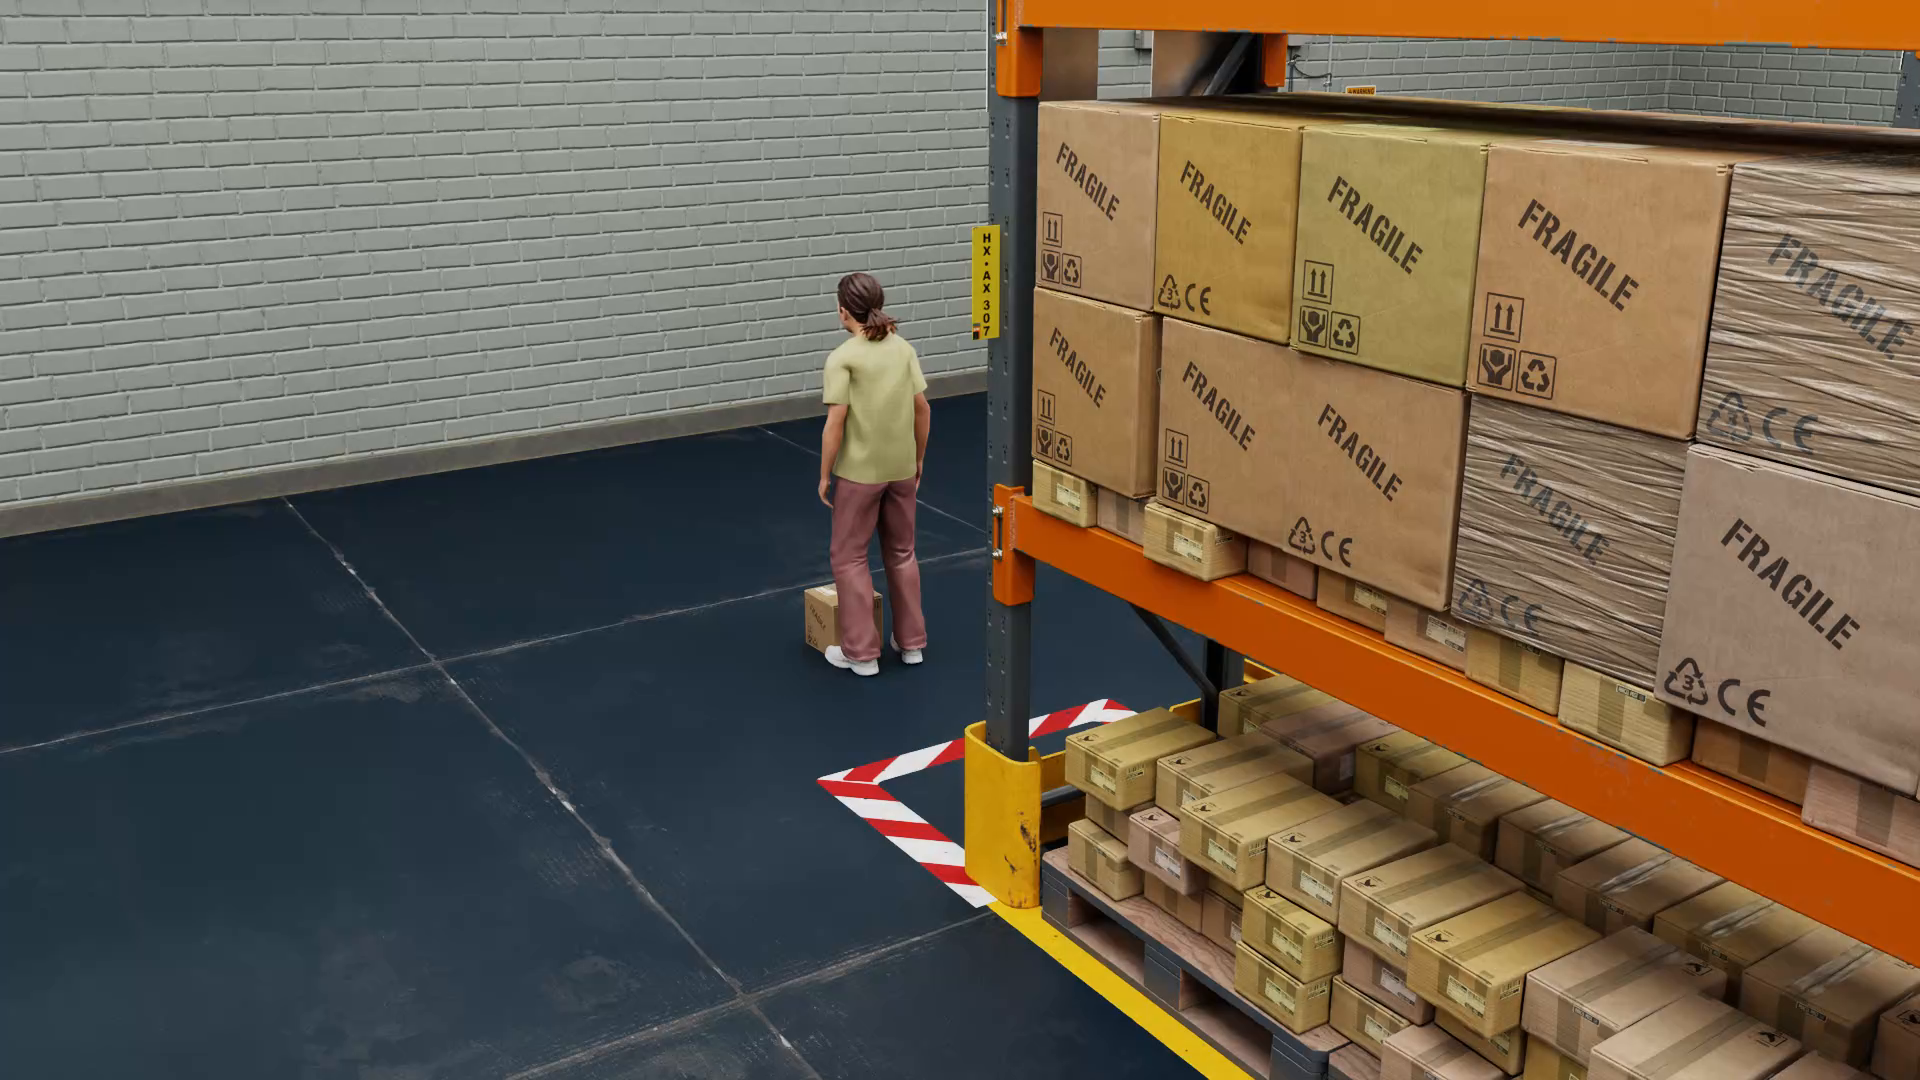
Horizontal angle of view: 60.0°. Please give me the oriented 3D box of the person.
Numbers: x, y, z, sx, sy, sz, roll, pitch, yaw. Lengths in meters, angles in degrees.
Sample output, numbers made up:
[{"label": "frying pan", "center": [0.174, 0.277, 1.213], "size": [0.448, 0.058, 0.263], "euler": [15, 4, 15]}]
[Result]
[{"label": "person", "center": [-0.364, -0.256, 6.875], "size": [0.499, 1.650, 0.357], "euler": [-11, 21, -31]}]
